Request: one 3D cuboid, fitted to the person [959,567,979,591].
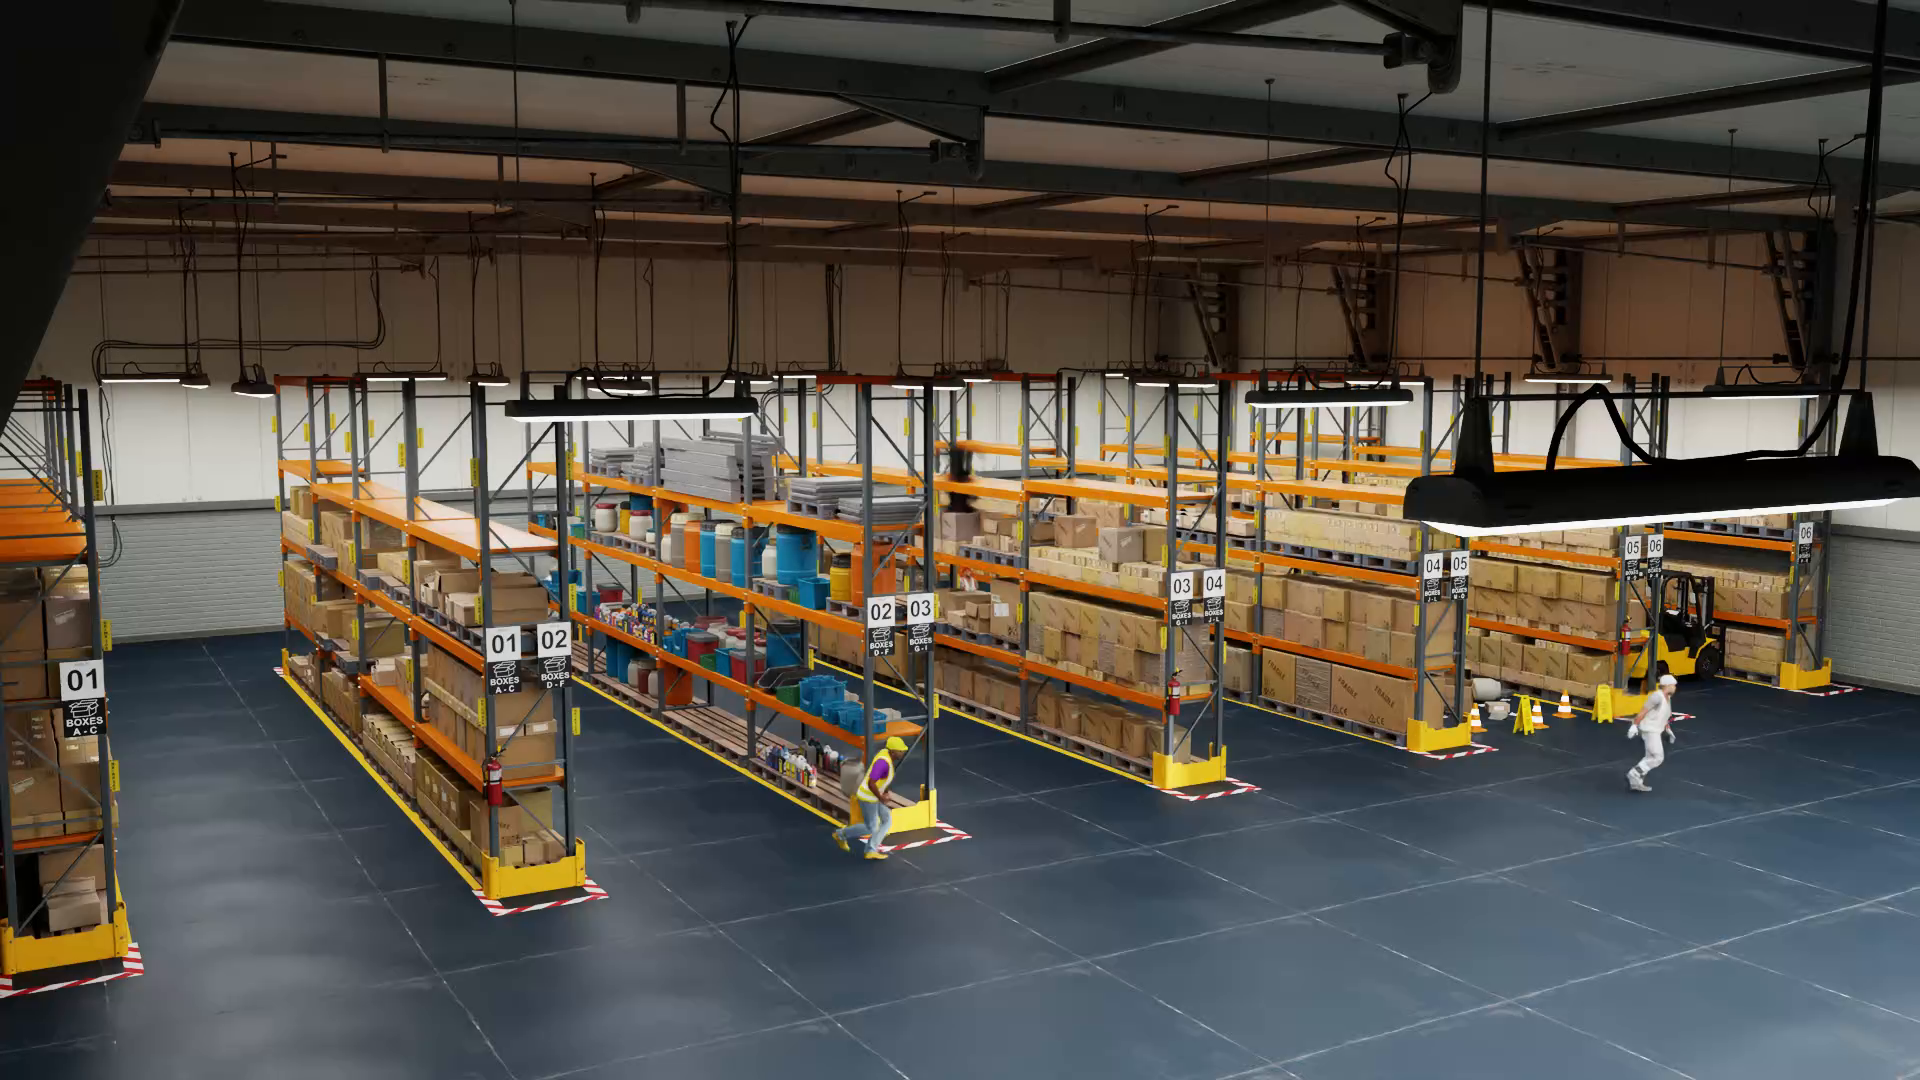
[{"bbox_3d":[0.194,1.429,36.868,0.646,1.743,0.603,-4,7,-32],"label":"person"}]

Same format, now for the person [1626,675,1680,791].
[{"bbox_3d":[10.120,2.814,24.272,0.618,1.726,0.663,5,8,37],"label":"person"}]

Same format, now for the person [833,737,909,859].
[{"bbox_3d":[-1.133,3.253,21.016,0.988,1.585,0.676,1,6,9],"label":"person"}]

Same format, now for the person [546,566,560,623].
[{"bbox_3d":[-9.051,1.427,37.029,0.729,1.729,0.704,-2,7,-18],"label":"person"}]

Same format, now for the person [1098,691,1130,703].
[{"bbox_3d":[2.854,2.112,30.827,0.565,1.742,0.859,-4,7,-33],"label":"person"}]
